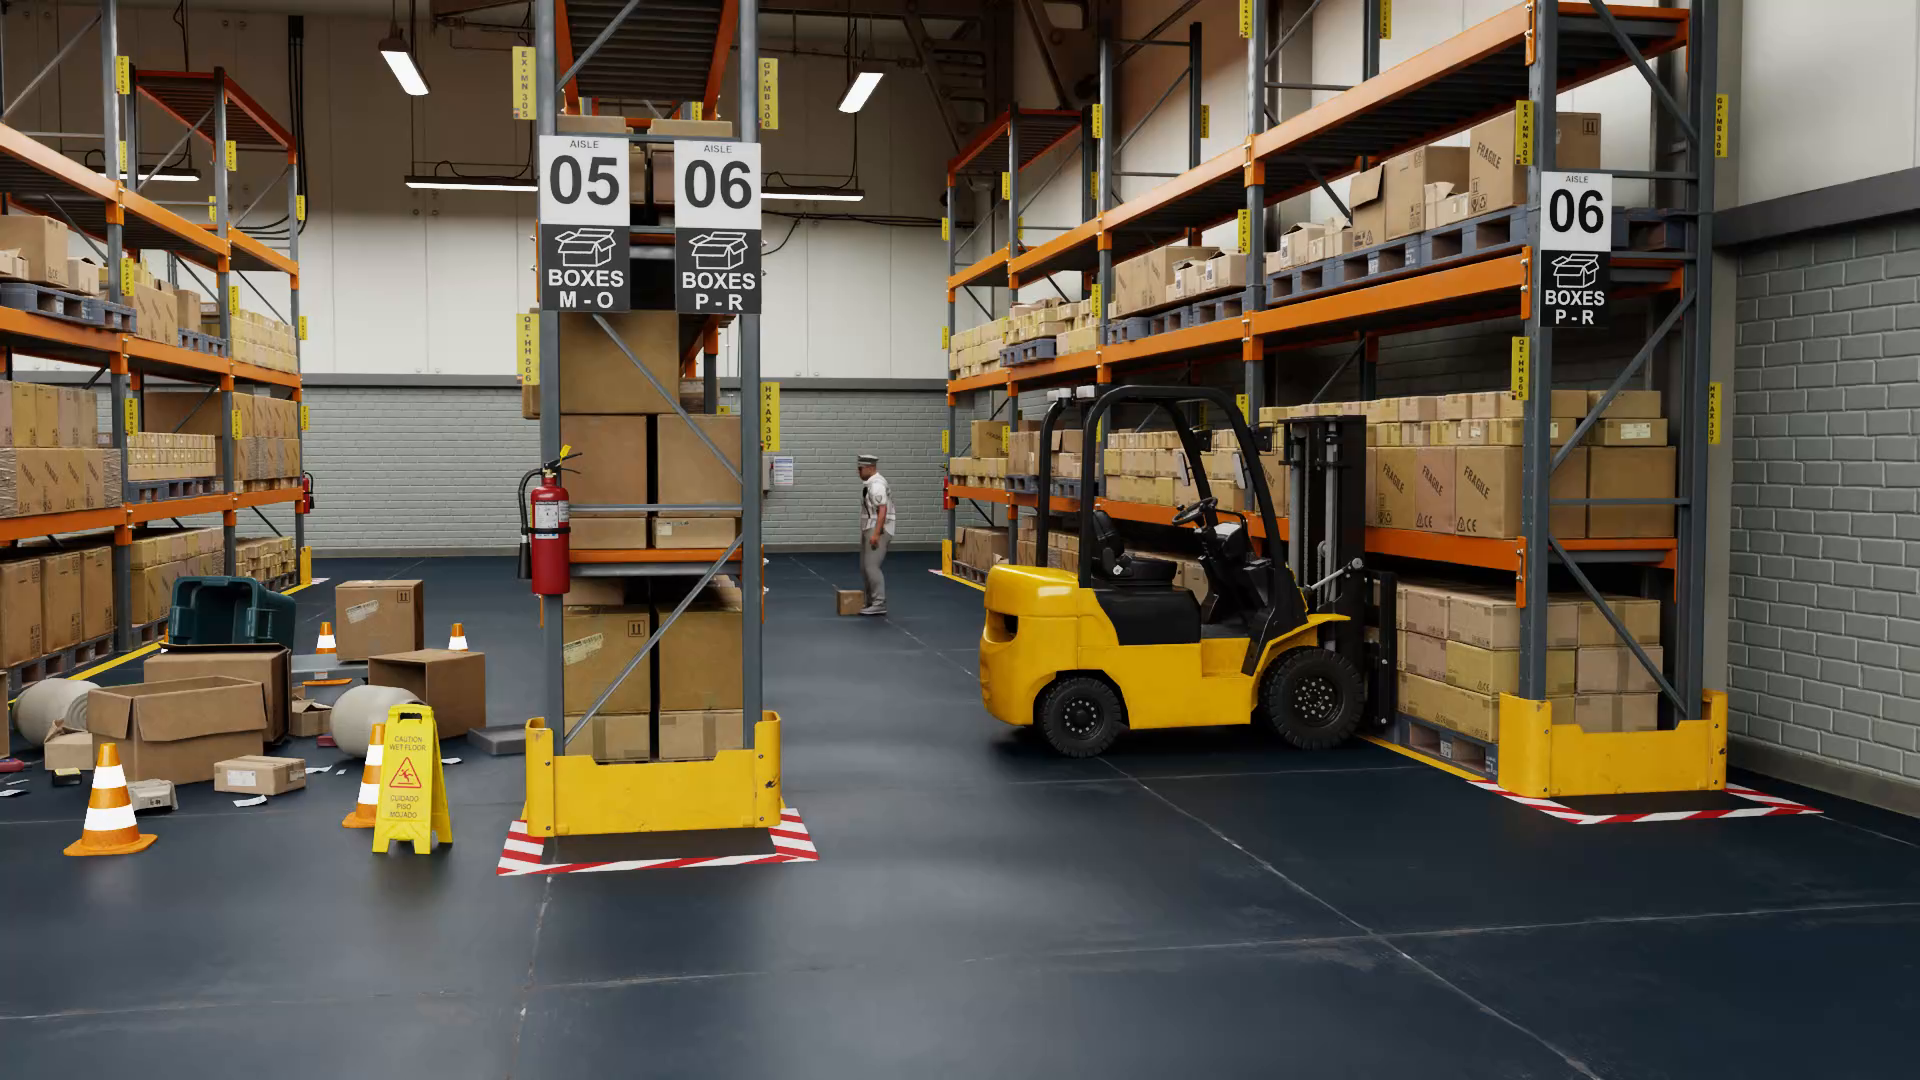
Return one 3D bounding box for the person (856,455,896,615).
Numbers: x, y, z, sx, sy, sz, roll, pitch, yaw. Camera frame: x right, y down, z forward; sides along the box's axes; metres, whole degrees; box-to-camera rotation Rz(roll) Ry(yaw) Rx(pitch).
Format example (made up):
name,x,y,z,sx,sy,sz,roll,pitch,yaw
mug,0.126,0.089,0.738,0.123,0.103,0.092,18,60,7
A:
name,x,y,z,sx,sy,sz,roll,pitch,yaw
person,-0.937,-0.066,18.289,0.435,1.747,0.585,-1,3,-14
